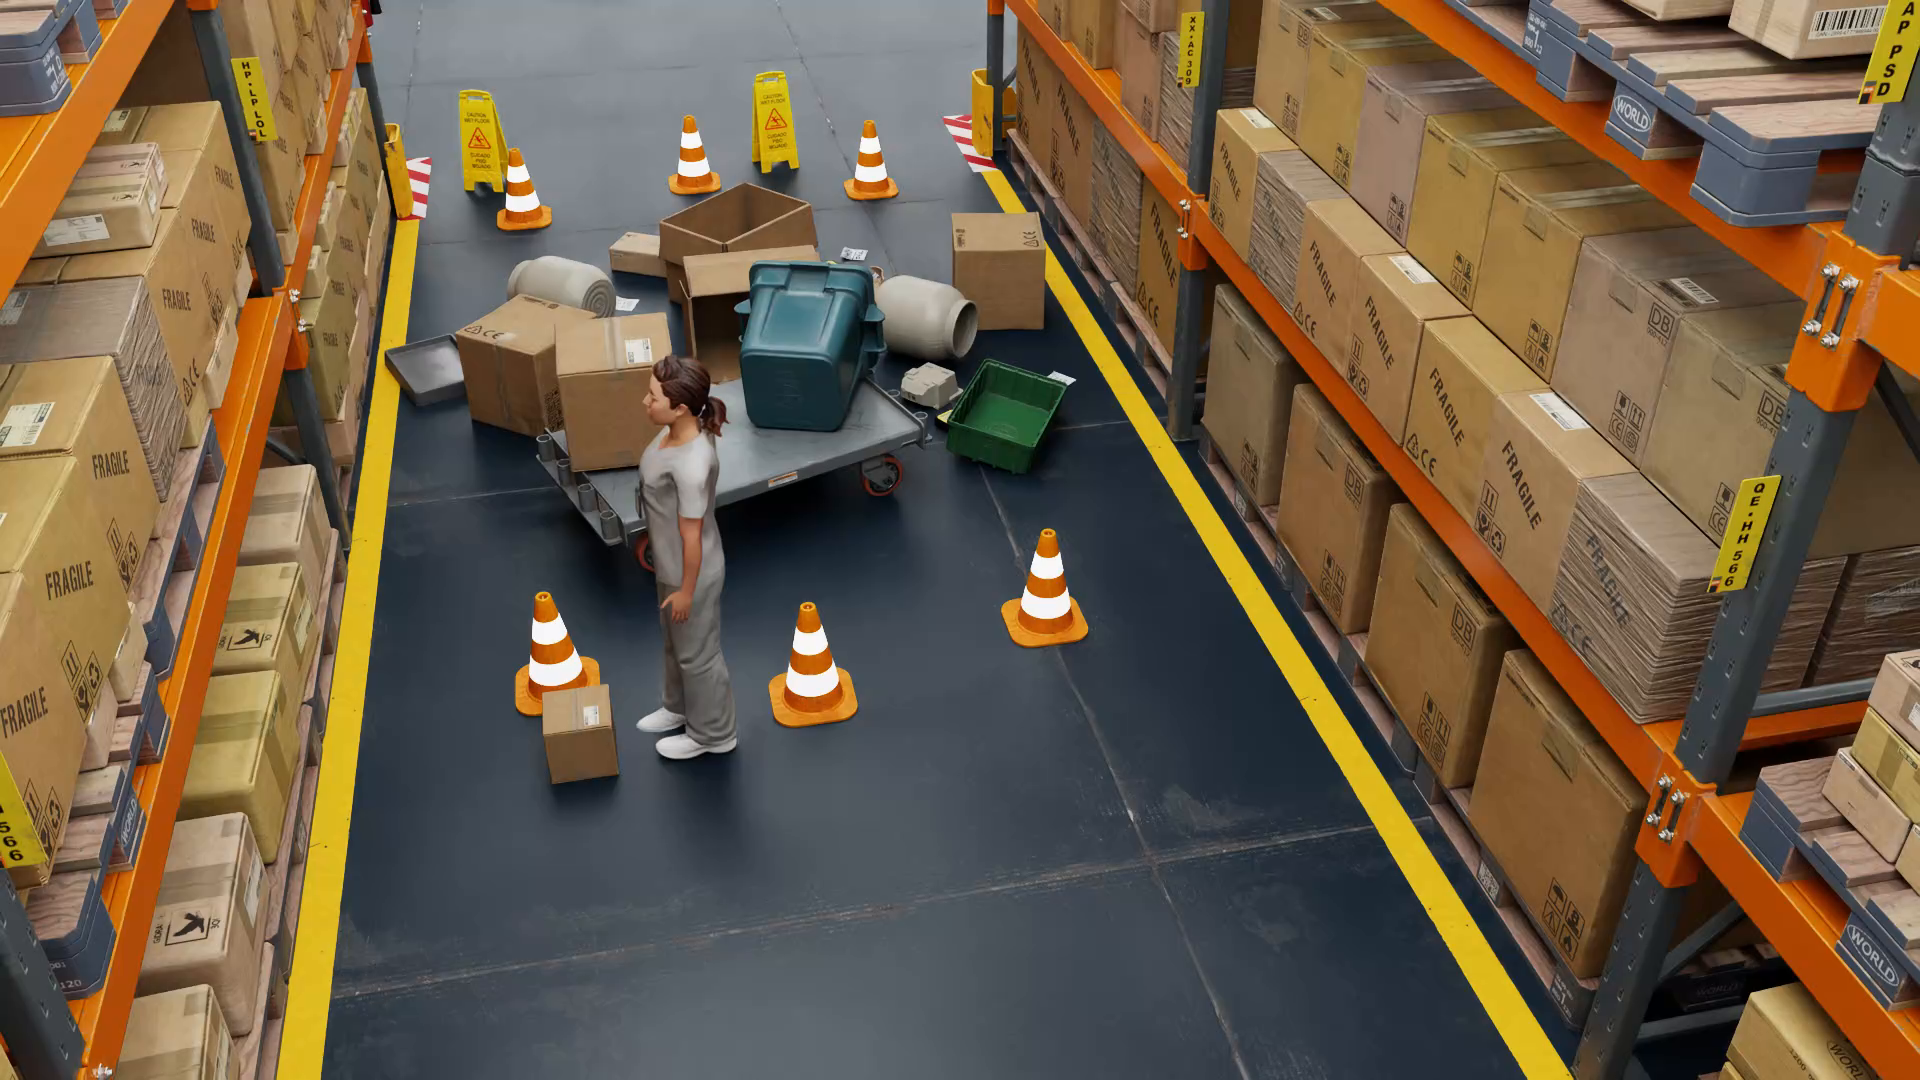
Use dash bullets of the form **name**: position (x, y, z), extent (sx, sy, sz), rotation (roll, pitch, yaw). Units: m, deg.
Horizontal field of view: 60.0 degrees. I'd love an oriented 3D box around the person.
- **person**: position (-1.016, 0.104, 6.007), extent (0.469, 1.696, 0.447), rotation (-7, 35, -10)
